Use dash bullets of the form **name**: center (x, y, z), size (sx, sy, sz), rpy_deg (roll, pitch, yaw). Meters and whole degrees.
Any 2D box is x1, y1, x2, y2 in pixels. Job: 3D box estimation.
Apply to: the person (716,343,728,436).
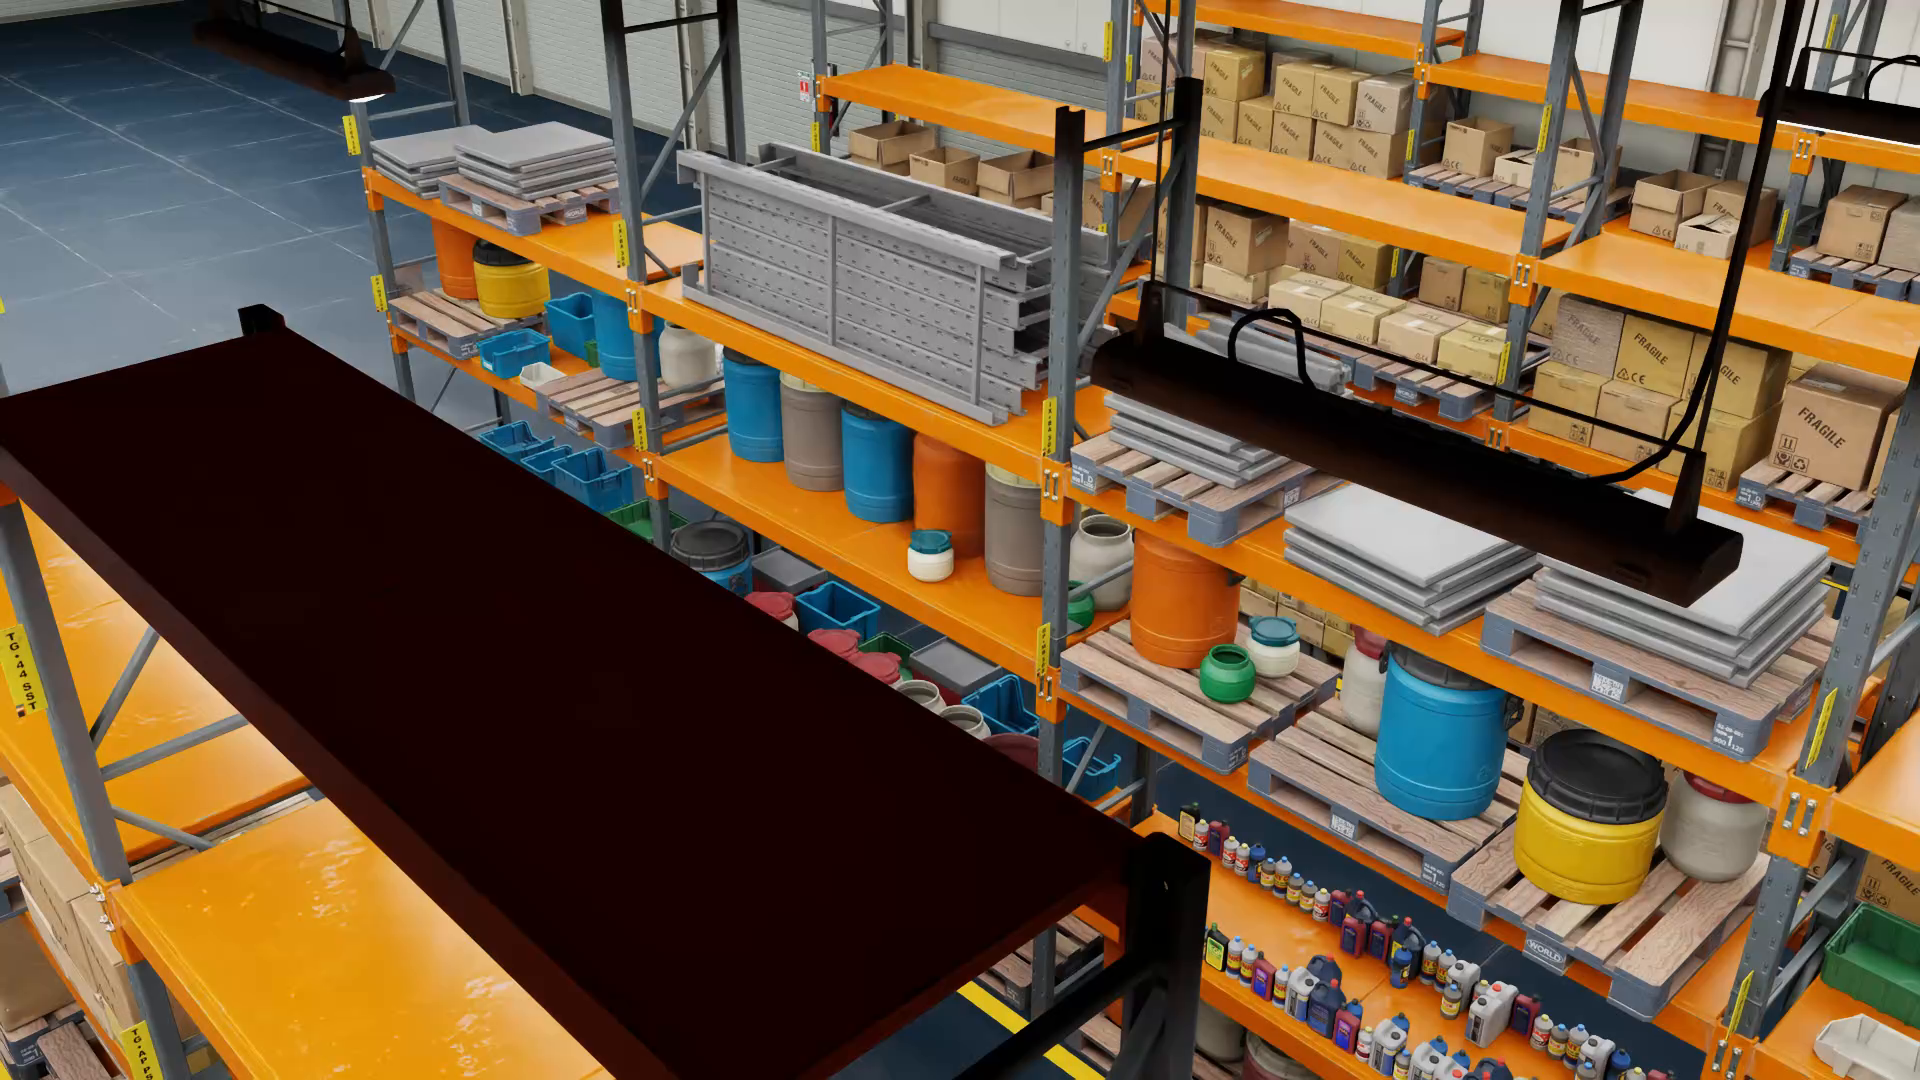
- **person**: center (-2.461, -1.668, 18.187), size (0.526, 1.675, 0.467), rpy_deg (-18, 33, -29)
